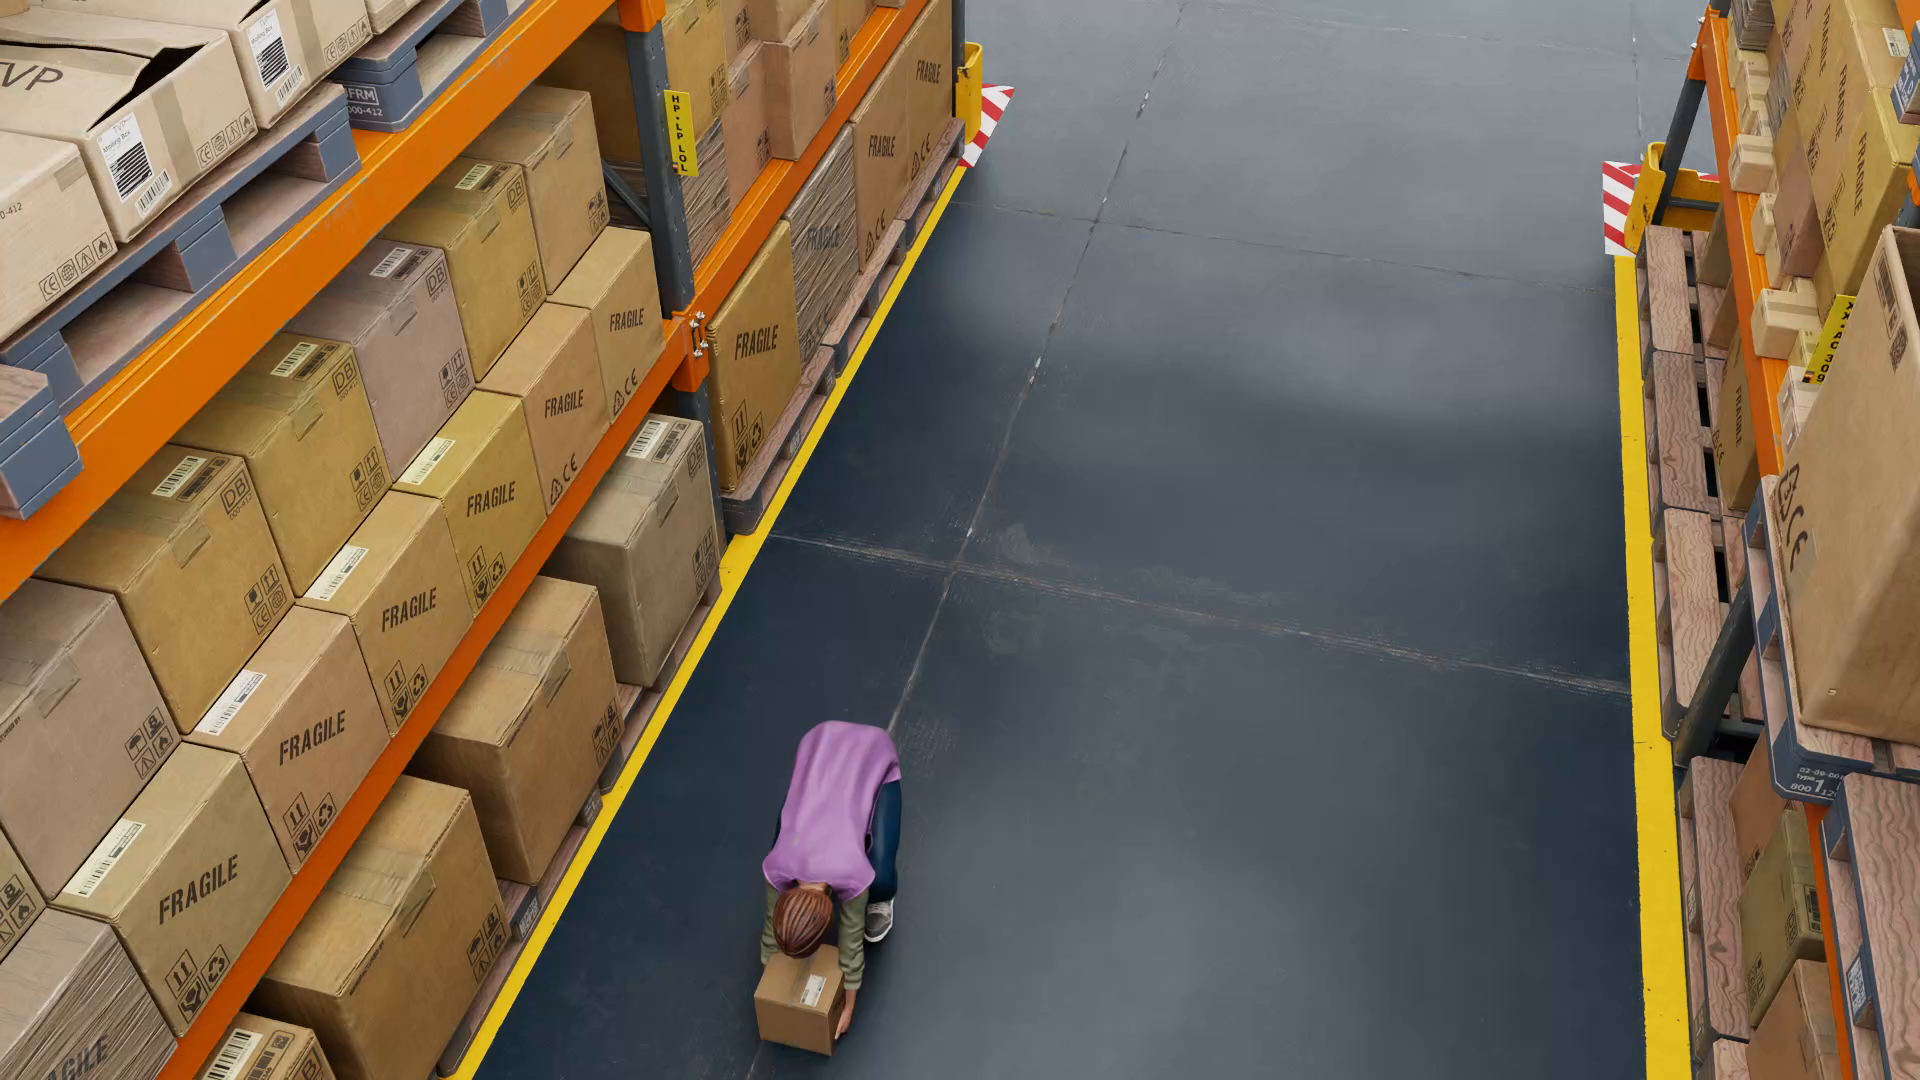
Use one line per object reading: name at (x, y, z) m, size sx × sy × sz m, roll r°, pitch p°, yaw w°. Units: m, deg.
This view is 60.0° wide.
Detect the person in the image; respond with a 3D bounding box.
person at (-0.424, 1.103, 5.539) m, size 0.432 × 0.808 × 0.864 m, roll 8°, pitch 42°, yaw 9°
